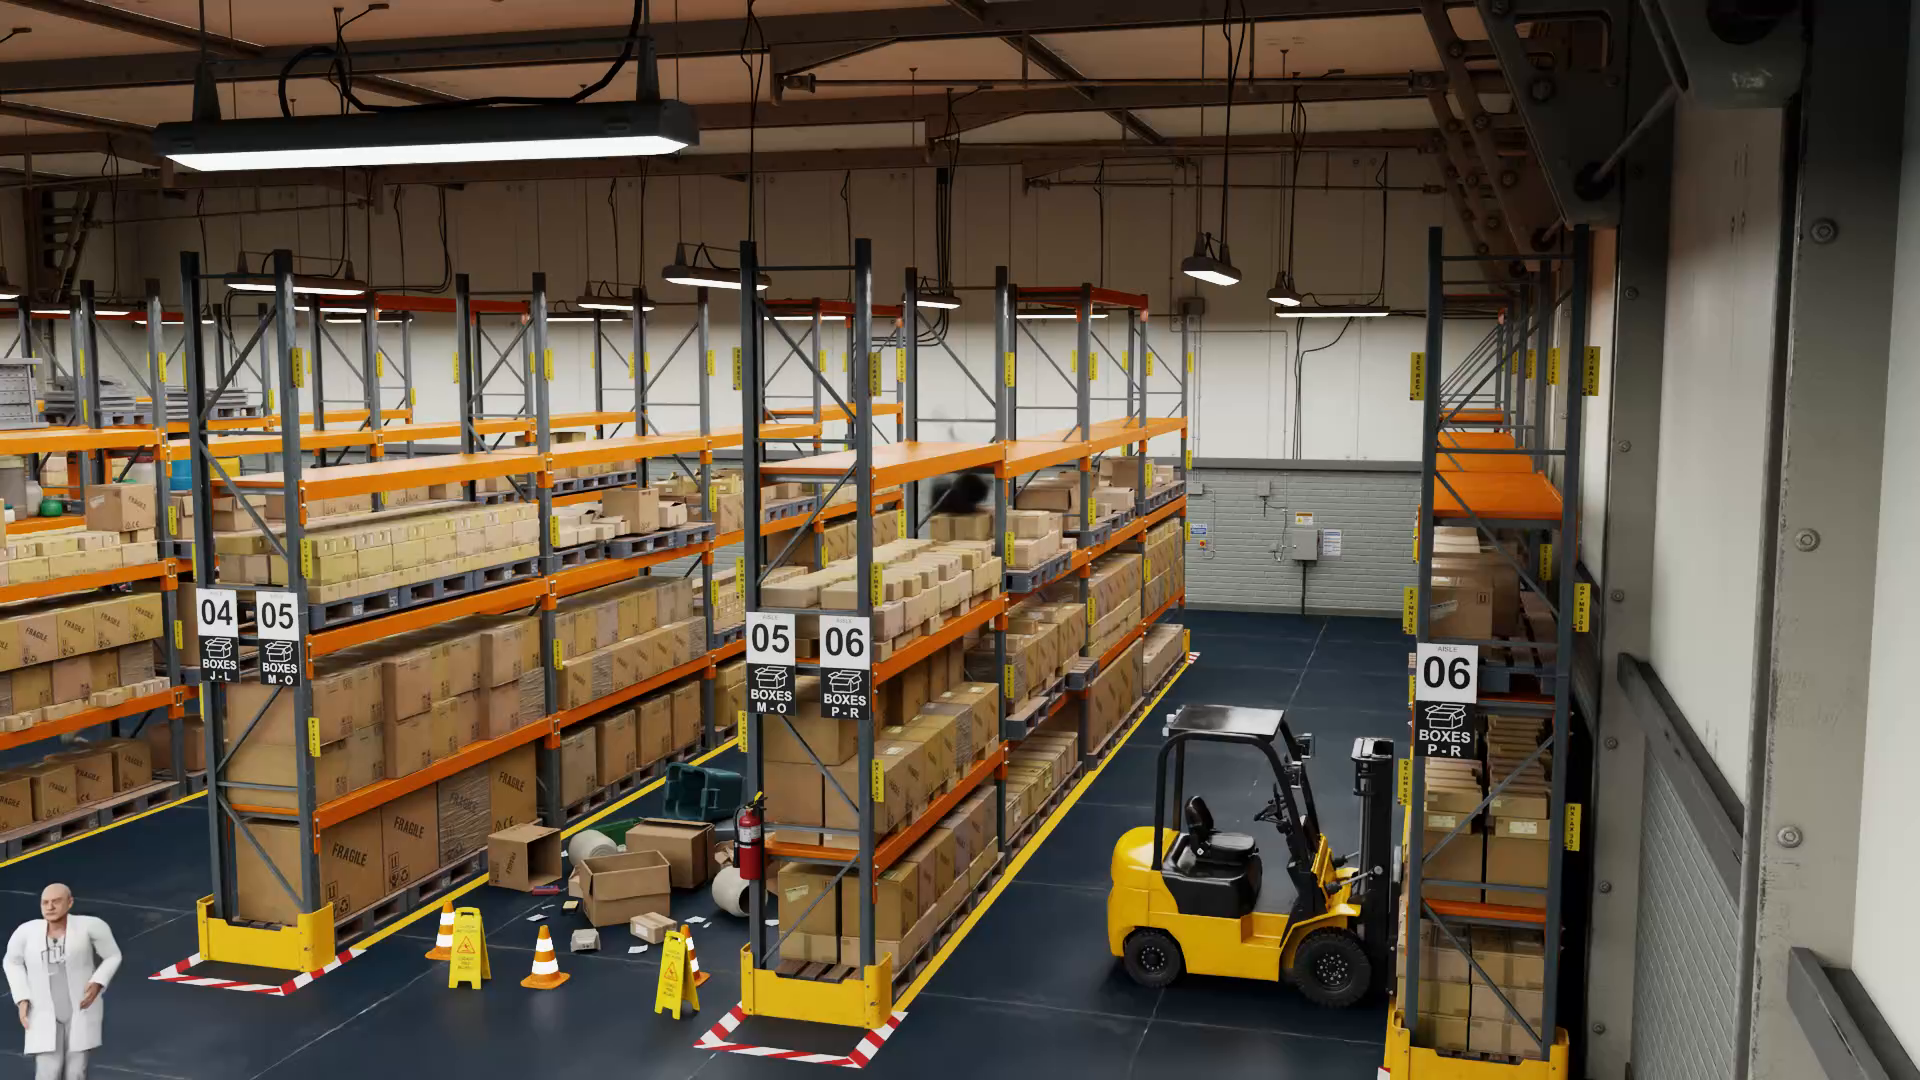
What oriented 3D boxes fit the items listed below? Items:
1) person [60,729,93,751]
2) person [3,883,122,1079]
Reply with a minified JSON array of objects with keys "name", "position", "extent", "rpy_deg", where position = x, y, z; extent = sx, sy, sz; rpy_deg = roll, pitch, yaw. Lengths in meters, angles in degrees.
[{"name":"person","position":[-10.881,2.118,20.365],"extent":[0.512,1.554,0.530],"rpy_deg":[1,7,12]},{"name":"person","position":[-5.852,3.094,10.874],"extent":[0.699,1.748,0.670],"rpy_deg":[-3,7,-24]}]
